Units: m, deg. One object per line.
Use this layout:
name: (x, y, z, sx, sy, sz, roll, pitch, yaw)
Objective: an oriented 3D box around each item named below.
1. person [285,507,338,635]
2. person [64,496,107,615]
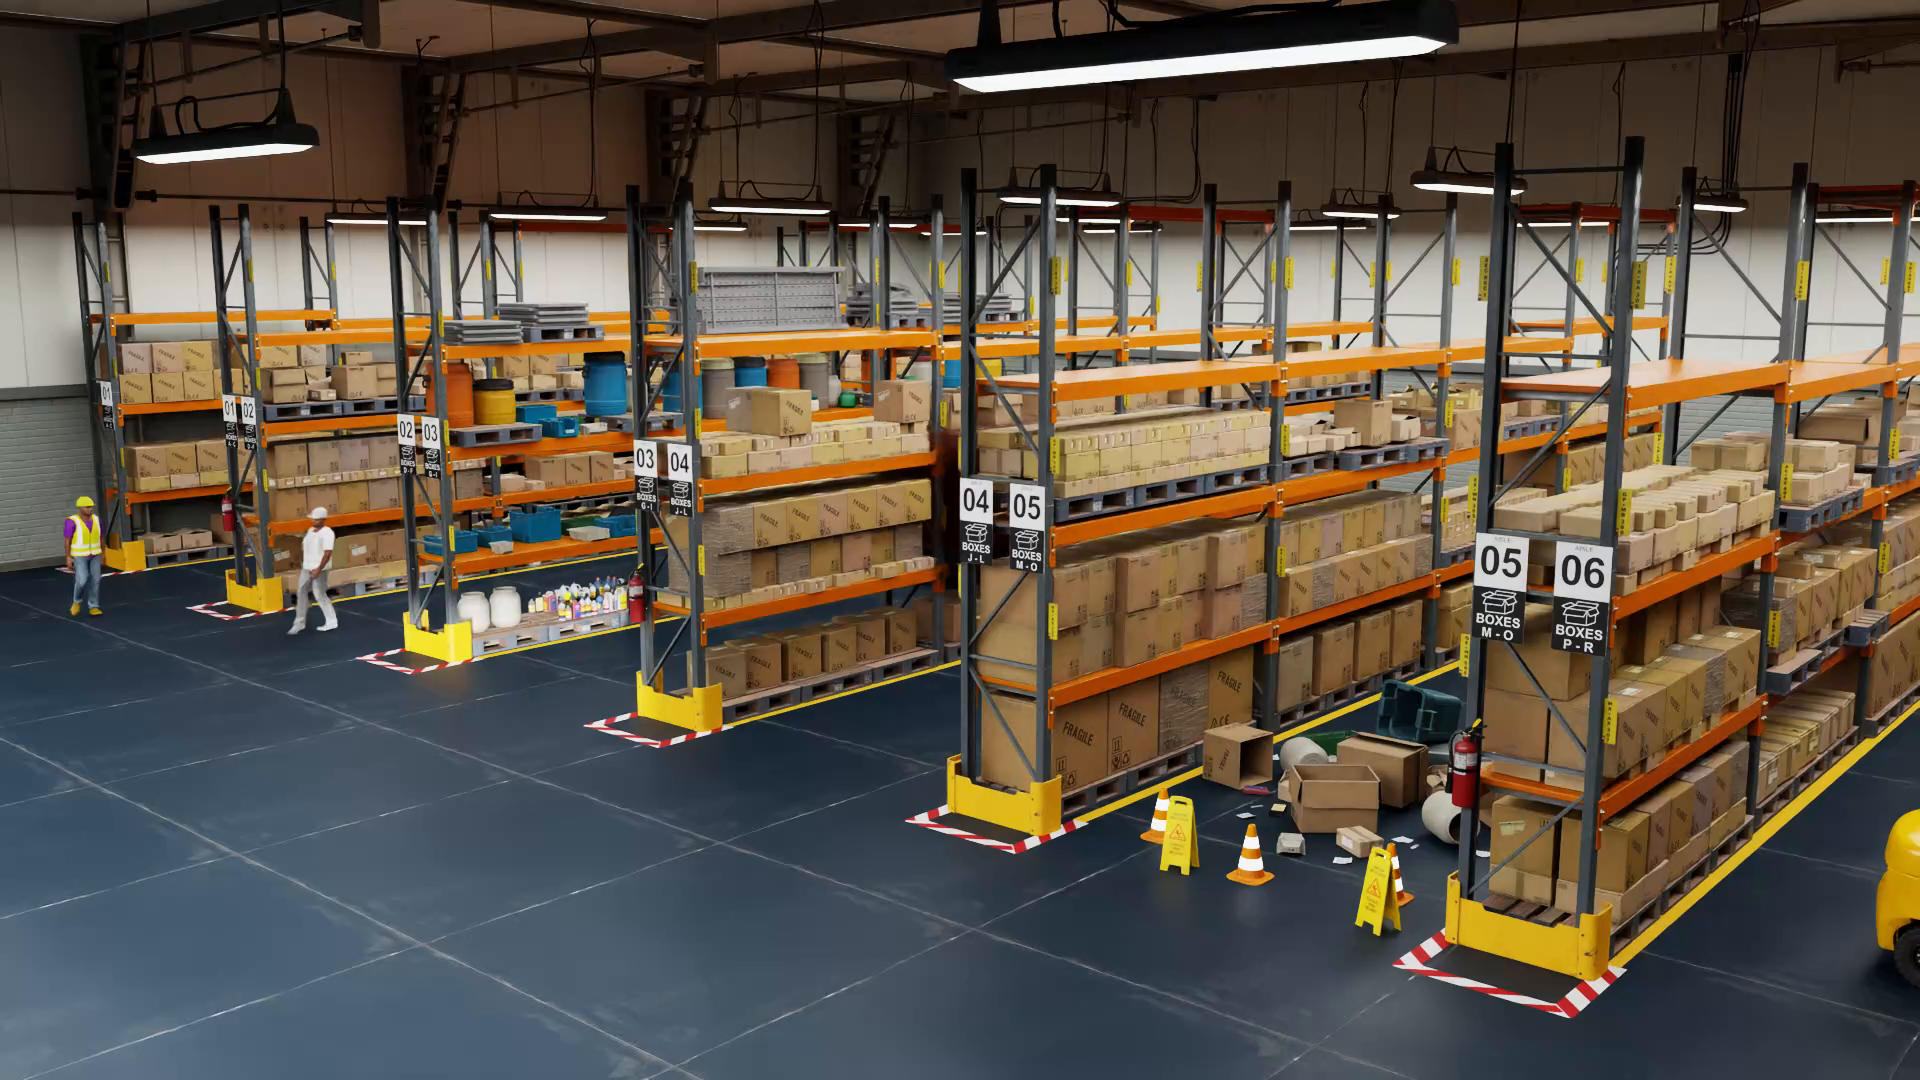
person: (-9.150, 0.443, 23.384, 0.595, 1.789, 0.685, 7, 12, 35)
person: (-12.855, 0.234, 24.436, 0.481, 1.763, 0.604, 7, 12, 36)
